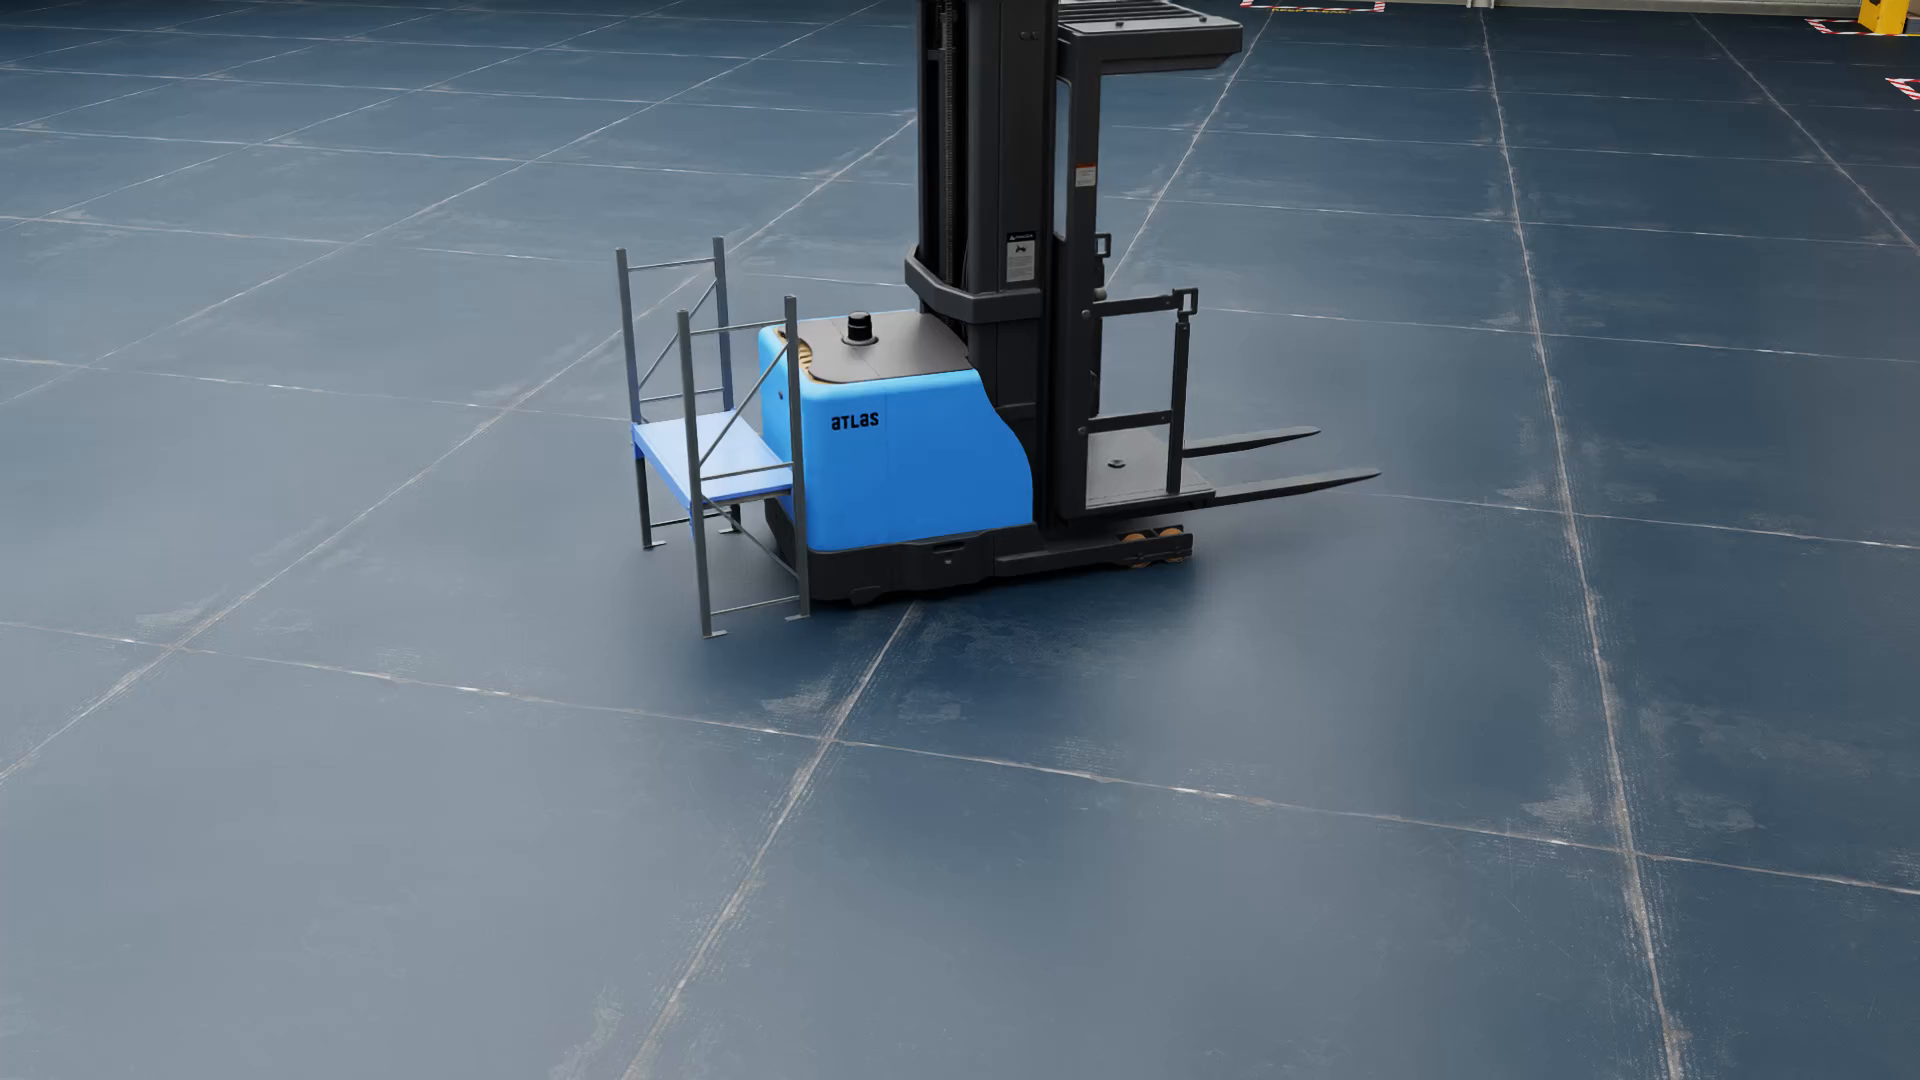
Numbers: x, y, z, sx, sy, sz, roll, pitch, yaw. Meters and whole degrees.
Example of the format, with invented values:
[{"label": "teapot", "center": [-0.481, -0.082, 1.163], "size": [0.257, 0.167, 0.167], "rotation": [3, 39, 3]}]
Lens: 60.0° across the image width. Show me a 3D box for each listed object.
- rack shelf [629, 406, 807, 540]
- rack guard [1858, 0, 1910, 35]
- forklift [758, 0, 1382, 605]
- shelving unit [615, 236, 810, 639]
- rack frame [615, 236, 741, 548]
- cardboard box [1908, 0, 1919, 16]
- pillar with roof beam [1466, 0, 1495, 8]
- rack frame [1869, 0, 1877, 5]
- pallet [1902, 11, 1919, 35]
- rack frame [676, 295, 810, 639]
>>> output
[{"label": "rack shelf", "center": [-1.121, -0.325, 7.607], "size": [0.538, 0.185, 1.000], "rotation": [-11, 28, -22]}, {"label": "rack guard", "center": [12.909, -7.414, 23.241], "size": [0.348, 0.500, 1.175], "rotation": [6, 26, 13]}, {"label": "forklift", "center": [0.603, -1.391, 7.763], "size": [3.031, 2.935, 1.130], "rotation": [-8, 27, -17]}, {"label": "shelving unit", "center": [-1.121, -0.488, 7.530], "size": [0.538, 1.500, 1.048], "rotation": [-11, 28, -22]}, {"label": "rack frame", "center": [-1.331, -0.687, 7.948], "size": [0.500, 1.500, 0.032], "rotation": [-11, 28, -22]}, {"label": "cardboard box", "center": [13.483, -7.424, 22.969], "size": [0.500, 0.311, 0.500], "rotation": [3, 26, 7]}, {"label": "pillar with roof beam", "center": [6.845, -10.394, 19.614], "size": [0.400, 9.000, 9.100], "rotation": [6, 26, 13]}, {"label": "rack frame", "center": [12.835, -8.550, 22.720], "size": [0.127, 3.000, 1.000], "rotation": [6, 26, 13]}, {"label": "pallet", "center": [13.687, -7.182, 23.089], "size": [1.213, 0.211, 1.003], "rotation": [6, 26, 13]}, {"label": "rack frame", "center": [-0.911, -0.289, 7.112], "size": [0.500, 1.500, 0.032], "rotation": [-11, 28, -22]}]
